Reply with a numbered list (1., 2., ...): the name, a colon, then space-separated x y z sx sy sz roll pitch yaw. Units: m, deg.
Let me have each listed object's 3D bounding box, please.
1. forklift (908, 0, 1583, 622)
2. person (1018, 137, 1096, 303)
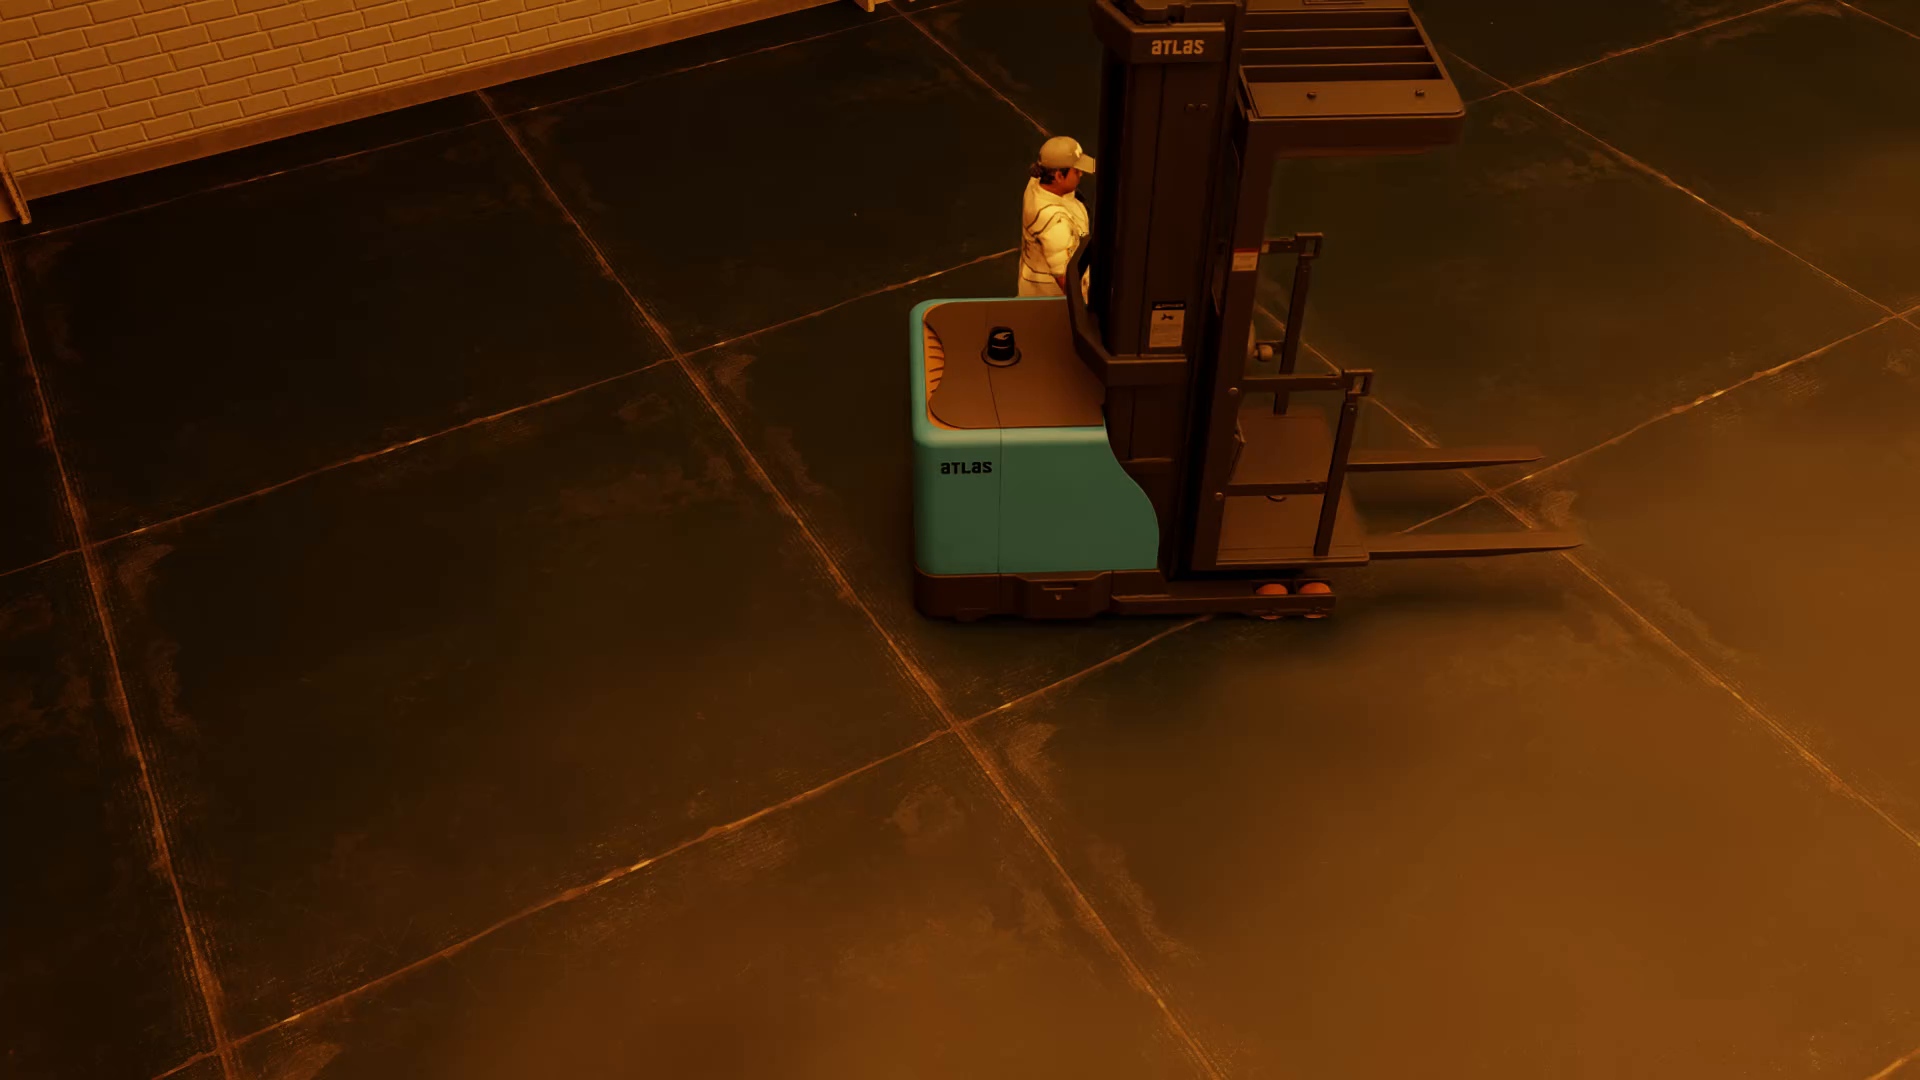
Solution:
1. forklift: 1.290 -1.079 6.861 3.031 2.935 1.130 -2 43 -2
2. person: 0.622 -1.192 7.962 0.692 1.578 0.720 2 43 3
